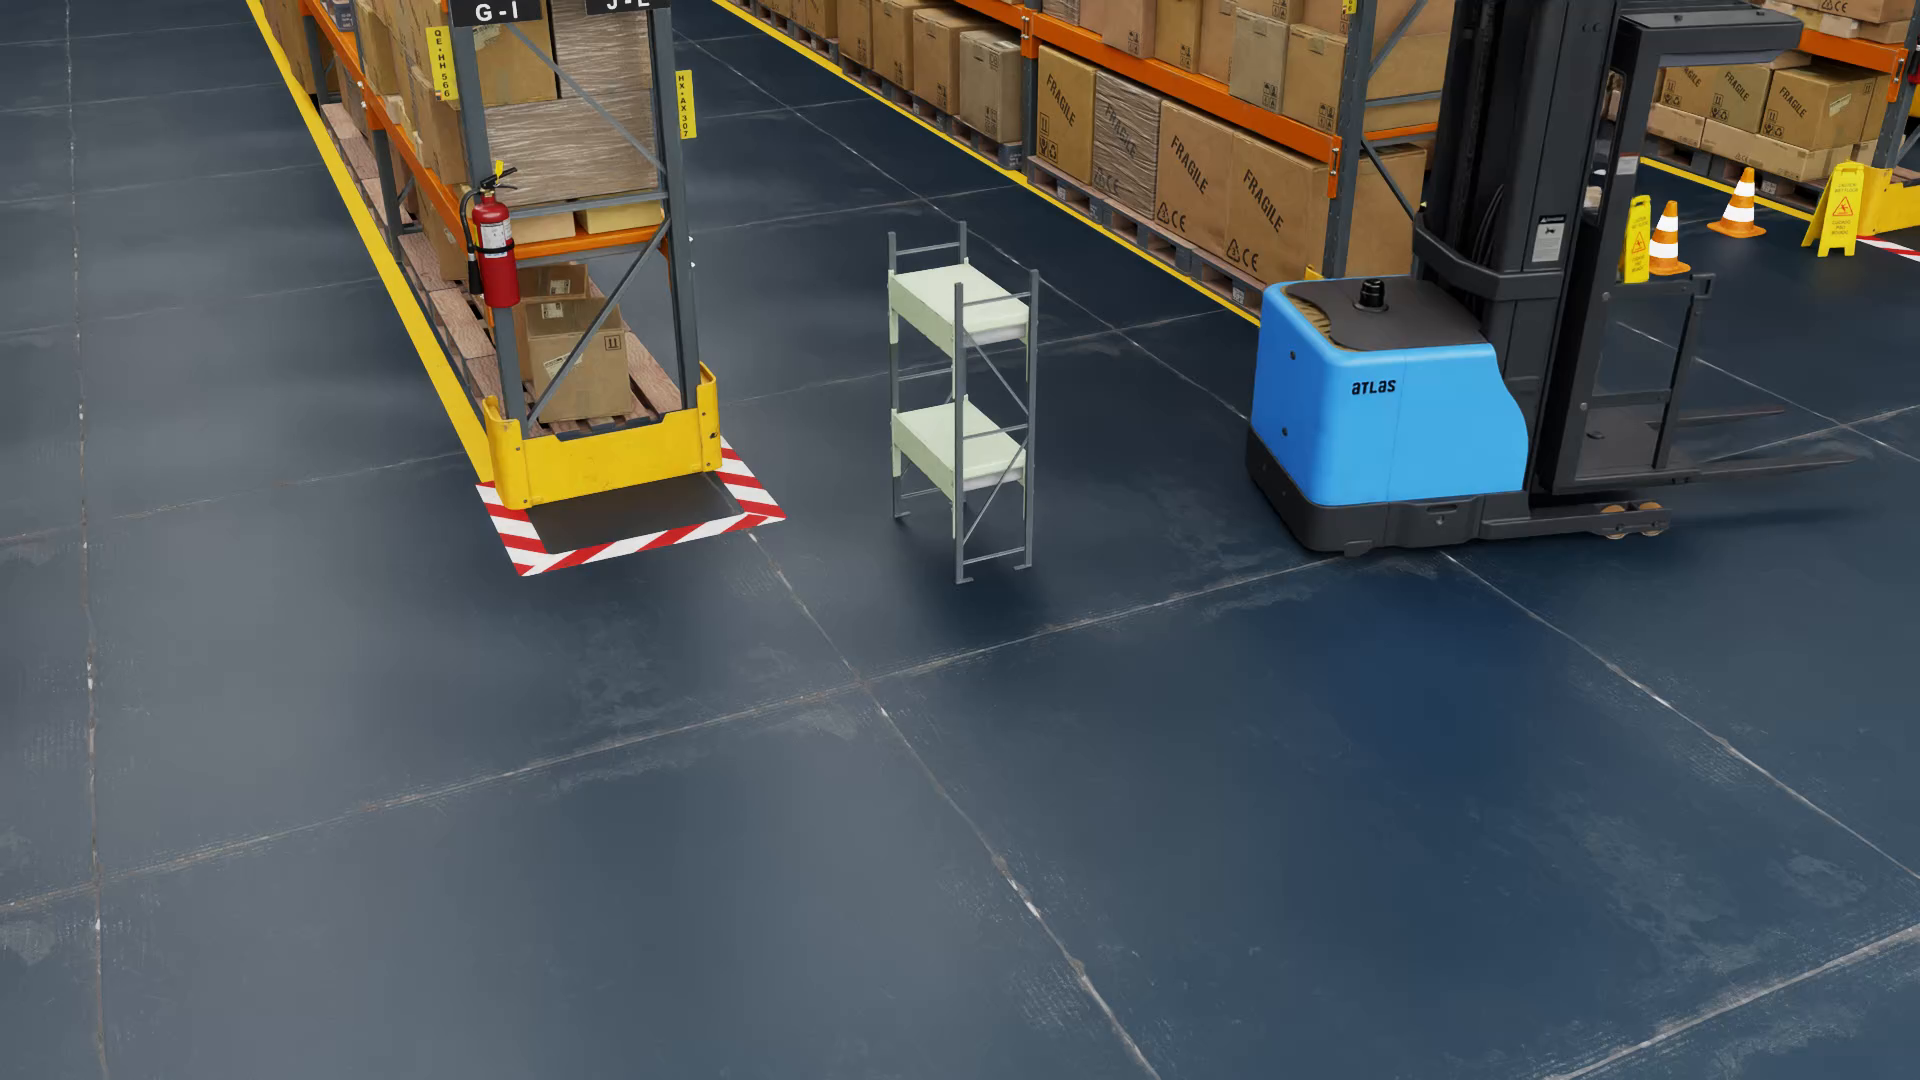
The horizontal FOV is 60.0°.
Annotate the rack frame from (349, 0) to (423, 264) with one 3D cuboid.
[{"bbox_3d":[-3.546,-3.384,11.218,1.000,3.000,0.127,-13,32,-22],"label":"rack frame"}]

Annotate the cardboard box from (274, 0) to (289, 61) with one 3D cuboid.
[{"bbox_3d":[-5.916,-5.112,16.042,1.225,0.875,0.875,-13,32,-22],"label":"cardboard box"}]

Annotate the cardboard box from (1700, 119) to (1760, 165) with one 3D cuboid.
[{"bbox_3d":[6.316,-3.213,13.294,0.500,0.250,0.500,-13,32,-22],"label":"cardboard box"}]

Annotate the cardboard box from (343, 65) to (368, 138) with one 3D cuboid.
[{"bbox_3d":[-4.708,-3.718,13.920,0.700,0.500,0.500,-16,33,-26],"label":"cardboard box"}]

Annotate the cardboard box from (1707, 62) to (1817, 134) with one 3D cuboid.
[{"bbox_3d":[6.315,-3.538,13.107,0.500,0.500,0.500,-12,31,-20],"label":"cardboard box"}]

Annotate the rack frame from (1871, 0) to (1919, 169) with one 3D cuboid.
[{"bbox_3d":[7.122,-3.698,11.777,1.000,3.000,0.127,-13,32,-22],"label":"rack frame"}]

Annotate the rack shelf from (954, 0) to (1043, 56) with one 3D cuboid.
[{"bbox_3d":[0.118,-4.950,14.747,1.077,0.370,4.000,-13,32,-22],"label":"rack shelf"}]

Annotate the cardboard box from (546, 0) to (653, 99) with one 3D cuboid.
[{"bbox_3d":[-1.819,-2.526,8.260,0.500,0.500,0.500,-13,32,-22],"label":"cardboard box"}]

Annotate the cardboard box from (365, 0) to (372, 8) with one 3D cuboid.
[{"bbox_3d":[-3.366,-3.521,10.033,0.500,0.500,0.500,-13,32,-22],"label":"cardboard box"}]

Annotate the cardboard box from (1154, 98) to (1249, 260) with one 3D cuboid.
[{"bbox_3d":[1.964,-2.544,11.463,0.875,0.875,0.875,-14,32,-23],"label":"cardboard box"}]

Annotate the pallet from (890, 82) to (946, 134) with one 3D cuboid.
[{"bbox_3d":[0.050,-4.029,15.219,1.003,0.211,1.213,-13,32,-22],"label":"pallet"}]

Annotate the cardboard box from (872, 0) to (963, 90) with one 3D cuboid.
[{"bbox_3d":[-0.182,-4.676,15.393,1.050,0.750,0.750,-13,32,-21],"label":"cardboard box"}]

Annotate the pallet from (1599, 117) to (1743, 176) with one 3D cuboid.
[{"bbox_3d":[6.252,-3.419,14.132,1.003,0.211,1.213,-13,32,-22],"label":"pallet"}]

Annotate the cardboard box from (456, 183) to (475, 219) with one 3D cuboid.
[{"bbox_3d":[-2.398,-1.800,8.650,0.380,0.149,0.250,-13,32,-22],"label":"cardboard box"}]

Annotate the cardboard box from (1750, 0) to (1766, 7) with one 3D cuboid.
[{"bbox_3d":[6.347,-4.165,12.867,0.380,0.149,0.250,-13,32,-21],"label":"cardboard box"}]

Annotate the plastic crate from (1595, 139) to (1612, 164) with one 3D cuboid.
[{"bbox_3d":[5.338,-3.325,14.099,0.583,0.080,0.402,26,38,38],"label":"plastic crate"}]

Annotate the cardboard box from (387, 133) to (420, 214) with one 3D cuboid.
[{"bbox_3d":[-3.790,-2.761,12.213,0.700,0.500,0.500,-16,33,-26],"label":"cardboard box"}]

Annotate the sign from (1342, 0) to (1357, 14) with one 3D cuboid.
[{"bbox_3d":[2.198,-3.114,9.311,0.100,0.325,0.005,-13,32,-22],"label":"sign"}]

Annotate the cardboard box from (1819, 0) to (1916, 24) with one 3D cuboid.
[{"bbox_3d":[6.640,-4.053,12.004,0.500,0.500,0.500,-14,32,-23],"label":"cardboard box"}]

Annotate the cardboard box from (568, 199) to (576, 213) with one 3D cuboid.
[{"bbox_3d":[-1.826,-1.798,8.646,0.380,0.149,0.250,-13,32,-22],"label":"cardboard box"}]

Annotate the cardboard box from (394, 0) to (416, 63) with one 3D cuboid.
[{"bbox_3d":[-2.720,-2.858,8.852,0.500,0.500,0.500,-13,32,-22],"label":"cardboard box"}]

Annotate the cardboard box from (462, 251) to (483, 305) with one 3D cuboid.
[{"bbox_3d":[-2.820,-1.782,10.488,0.500,0.500,0.500,-16,33,-26],"label":"cardboard box"}]

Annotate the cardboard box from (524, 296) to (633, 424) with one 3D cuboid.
[{"bbox_3d":[-2.082,-0.989,9.073,0.500,0.500,0.500,-7,30,-13],"label":"cardboard box"}]

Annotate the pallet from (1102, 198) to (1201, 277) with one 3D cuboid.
[{"bbox_3d":[1.761,-2.272,12.086,1.003,0.211,1.213,-13,32,-22],"label":"pallet"}]

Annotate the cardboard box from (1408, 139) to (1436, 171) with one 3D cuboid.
[{"bbox_3d":[3.672,-3.324,13.524,0.797,0.637,0.503,-13,32,-22],"label":"cardboard box"}]

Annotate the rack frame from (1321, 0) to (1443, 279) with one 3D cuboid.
[{"bbox_3d":[2.694,-2.614,9.844,1.000,3.000,0.127,-13,32,-22],"label":"rack frame"}]

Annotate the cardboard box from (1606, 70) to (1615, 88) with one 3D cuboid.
[{"bbox_3d":[5.654,-4.224,14.331,0.500,0.500,0.500,-12,31,-20],"label":"cardboard box"}]

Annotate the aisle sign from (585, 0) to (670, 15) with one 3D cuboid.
[{"bbox_3d":[-1.531,-2.786,7.494,0.394,0.787,0.004,-13,32,-22],"label":"aisle sign"}]

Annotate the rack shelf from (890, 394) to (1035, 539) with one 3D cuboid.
[{"bbox_3d":[0.003,-0.367,8.037,0.431,0.370,0.720,-13,32,-22],"label":"rack shelf"}]

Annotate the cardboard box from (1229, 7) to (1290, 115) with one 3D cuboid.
[{"bbox_3d":[2.238,-3.072,10.508,0.875,0.550,0.550,-13,32,-22],"label":"cardboard box"}]

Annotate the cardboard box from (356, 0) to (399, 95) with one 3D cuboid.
[{"bbox_3d":[-3.226,-3.117,10.336,0.875,0.500,0.500,-13,32,-22],"label":"cardboard box"}]

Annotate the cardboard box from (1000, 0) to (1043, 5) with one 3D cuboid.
[{"bbox_3d":[0.512,-4.599,13.282,0.500,0.500,0.500,-13,32,-22],"label":"cardboard box"}]

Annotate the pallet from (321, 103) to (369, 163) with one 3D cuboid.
[{"bbox_3d":[-4.929,-3.589,14.434,1.003,0.211,1.213,-13,32,-22],"label":"pallet"}]

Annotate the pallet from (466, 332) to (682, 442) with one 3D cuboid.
[{"bbox_3d":[-2.178,-0.800,9.462,1.003,0.211,1.213,-13,32,-22],"label":"pallet"}]

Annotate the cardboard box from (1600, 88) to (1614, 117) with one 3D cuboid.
[{"bbox_3d":[5.653,-3.898,14.516,0.500,0.250,0.500,-11,31,-19],"label":"cardboard box"}]

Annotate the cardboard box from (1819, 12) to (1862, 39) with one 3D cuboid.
[{"bbox_3d":[6.559,-3.797,12.211,0.380,0.149,0.250,-13,32,-23],"label":"cardboard box"}]

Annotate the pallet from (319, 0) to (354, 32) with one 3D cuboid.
[{"bbox_3d":[-4.376,-4.201,12.871,1.003,0.211,1.213,-13,32,-22],"label":"pallet"}]

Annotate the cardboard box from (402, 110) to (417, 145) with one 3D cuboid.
[{"bbox_3d":[-3.069,-2.456,9.820,0.380,0.149,0.250,-13,32,-22],"label":"cardboard box"}]

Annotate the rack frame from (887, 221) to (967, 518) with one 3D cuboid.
[{"bbox_3d":[-0.154,-0.813,8.166,0.400,1.500,0.023,-13,32,-22],"label":"rack frame"}]

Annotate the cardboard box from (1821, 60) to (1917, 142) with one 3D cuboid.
[{"bbox_3d":[7.014,-3.433,12.921,0.500,0.500,0.500,-14,32,-24],"label":"cardboard box"}]

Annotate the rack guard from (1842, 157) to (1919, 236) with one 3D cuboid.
[{"bbox_3d":[7.089,-2.641,12.448,1.175,0.500,0.348,-13,32,-22],"label":"rack guard"}]

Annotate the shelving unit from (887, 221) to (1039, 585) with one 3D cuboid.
[{"bbox_3d":[0.003,-0.651,7.878,0.431,1.500,0.755,-13,32,-22],"label":"shelving unit"}]

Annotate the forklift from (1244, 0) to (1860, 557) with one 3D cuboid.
[{"bbox_3d":[3.074,-1.531,7.984,3.031,2.935,1.130,-5,30,-9],"label":"forklift"}]

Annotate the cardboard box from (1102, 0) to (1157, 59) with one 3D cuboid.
[{"bbox_3d":[1.528,-3.784,11.778,0.875,0.550,0.550,-13,32,-22],"label":"cardboard box"}]

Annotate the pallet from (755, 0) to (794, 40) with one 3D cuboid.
[{"bbox_3d":[-1.594,-5.815,18.404,1.003,0.211,1.213,-13,32,-22],"label":"pallet"}]

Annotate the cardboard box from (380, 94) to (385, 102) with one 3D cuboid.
[{"bbox_3d":[-3.497,-2.898,10.609,0.380,0.149,0.250,-13,32,-22],"label":"cardboard box"}]

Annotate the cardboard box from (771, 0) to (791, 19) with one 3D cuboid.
[{"bbox_3d":[-1.720,-5.937,17.896,0.500,0.500,0.500,-15,32,-24],"label":"cardboard box"}]

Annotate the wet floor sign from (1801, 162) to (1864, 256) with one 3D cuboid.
[{"bbox_3d":[6.237,-2.362,11.803,0.267,0.644,0.232,-3,29,-5],"label":"wet floor sign"}]

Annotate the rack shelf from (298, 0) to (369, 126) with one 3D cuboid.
[{"bbox_3d":[-4.405,-3.953,12.969,1.077,0.370,4.000,-13,32,-22],"label":"rack shelf"}]

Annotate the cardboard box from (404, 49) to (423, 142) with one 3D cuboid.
[{"bbox_3d":[-2.539,-2.465,9.172,0.875,0.500,0.500,-13,32,-22],"label":"cardboard box"}]

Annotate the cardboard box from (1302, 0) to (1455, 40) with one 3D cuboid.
[{"bbox_3d":[2.570,-3.322,9.850,0.875,0.550,0.550,-13,32,-22],"label":"cardboard box"}]
